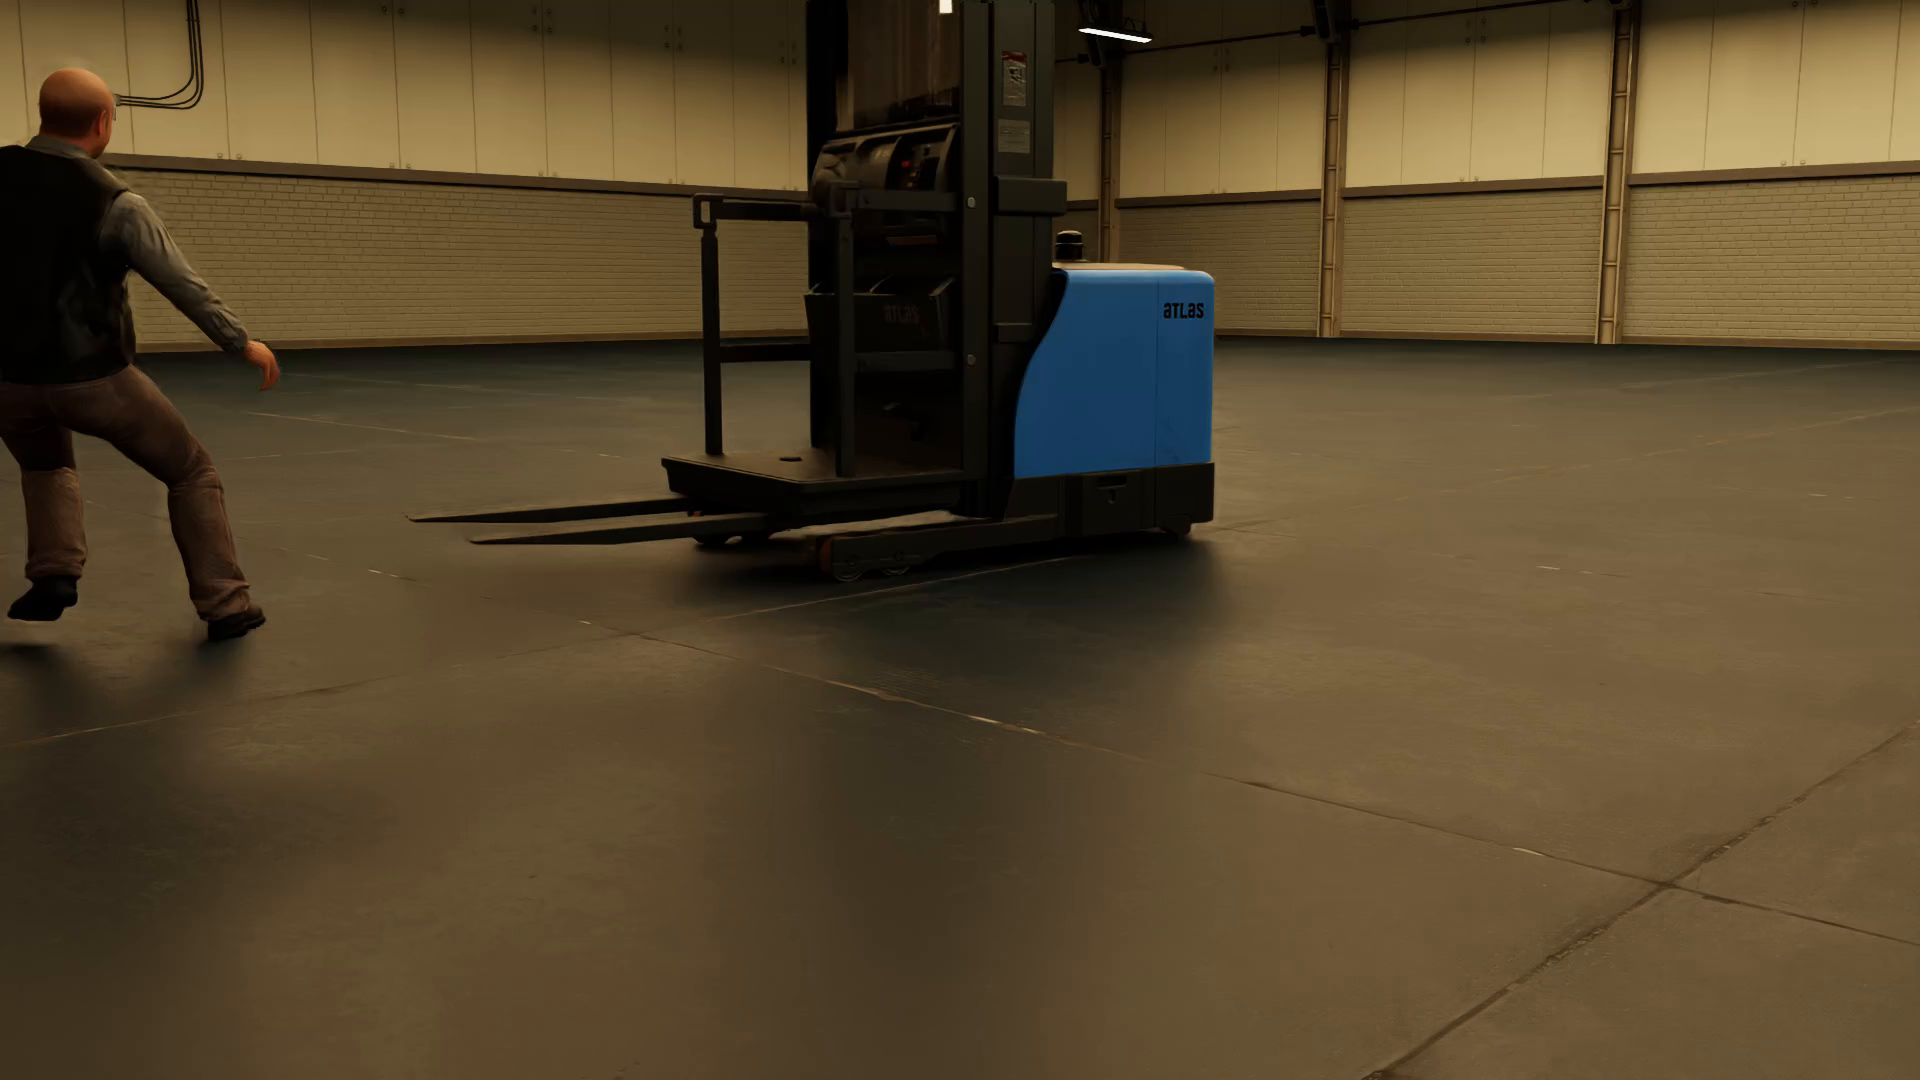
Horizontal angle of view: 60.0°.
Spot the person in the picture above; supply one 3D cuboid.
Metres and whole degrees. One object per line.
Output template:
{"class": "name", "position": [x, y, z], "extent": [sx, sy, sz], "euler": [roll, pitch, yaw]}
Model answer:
{"class": "person", "position": [-2.434, -0.499, 4.699], "extent": [0.841, 1.596, 0.559], "euler": [0, 9, -1]}

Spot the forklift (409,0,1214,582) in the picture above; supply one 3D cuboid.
{"class": "forklift", "position": [-0.465, -1.392, 6.119], "extent": [3.031, 2.935, 1.130], "euler": [-6, 10, -35]}
